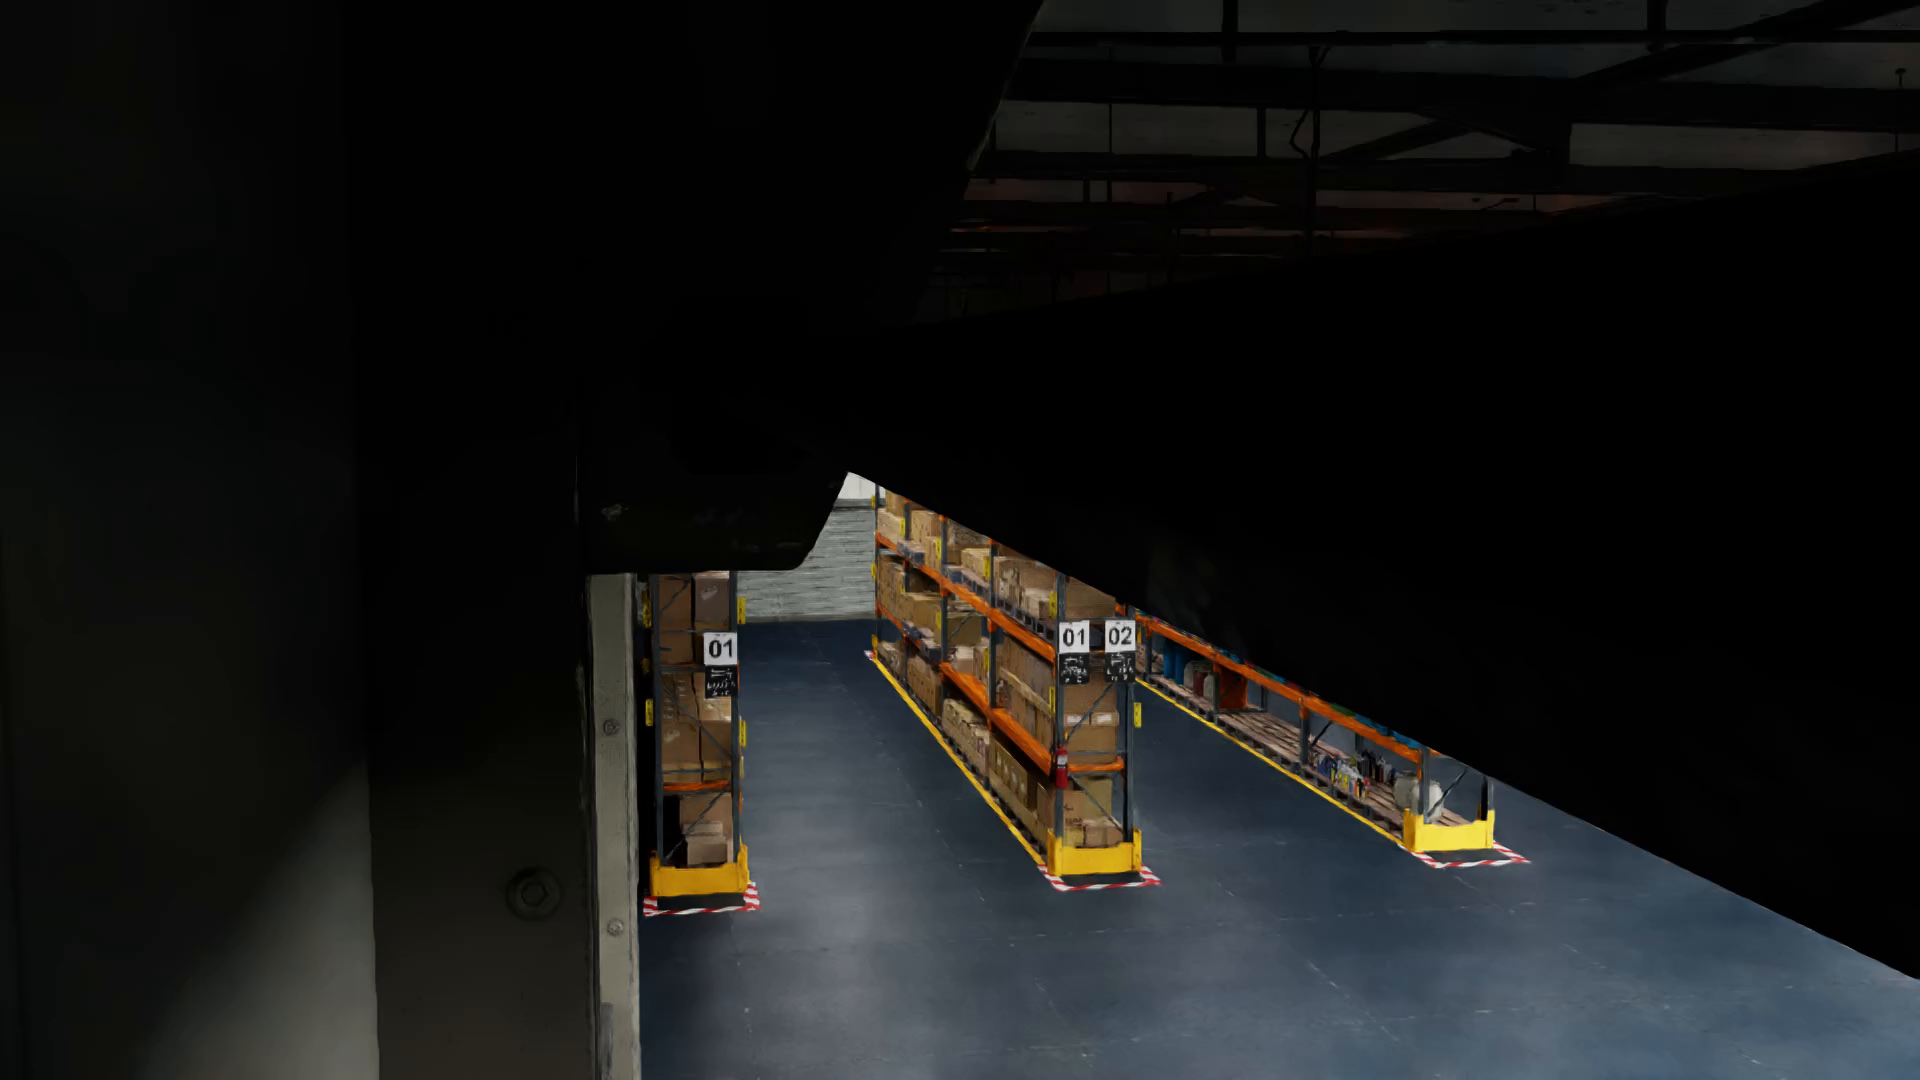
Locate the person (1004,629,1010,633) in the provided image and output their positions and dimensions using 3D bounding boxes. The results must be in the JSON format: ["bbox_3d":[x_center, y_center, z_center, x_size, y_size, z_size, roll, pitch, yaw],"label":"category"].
[{"bbox_3d":[1.160,1.898,35.318,0.495,1.589,1.086,-1,6,-9],"label":"person"}]
